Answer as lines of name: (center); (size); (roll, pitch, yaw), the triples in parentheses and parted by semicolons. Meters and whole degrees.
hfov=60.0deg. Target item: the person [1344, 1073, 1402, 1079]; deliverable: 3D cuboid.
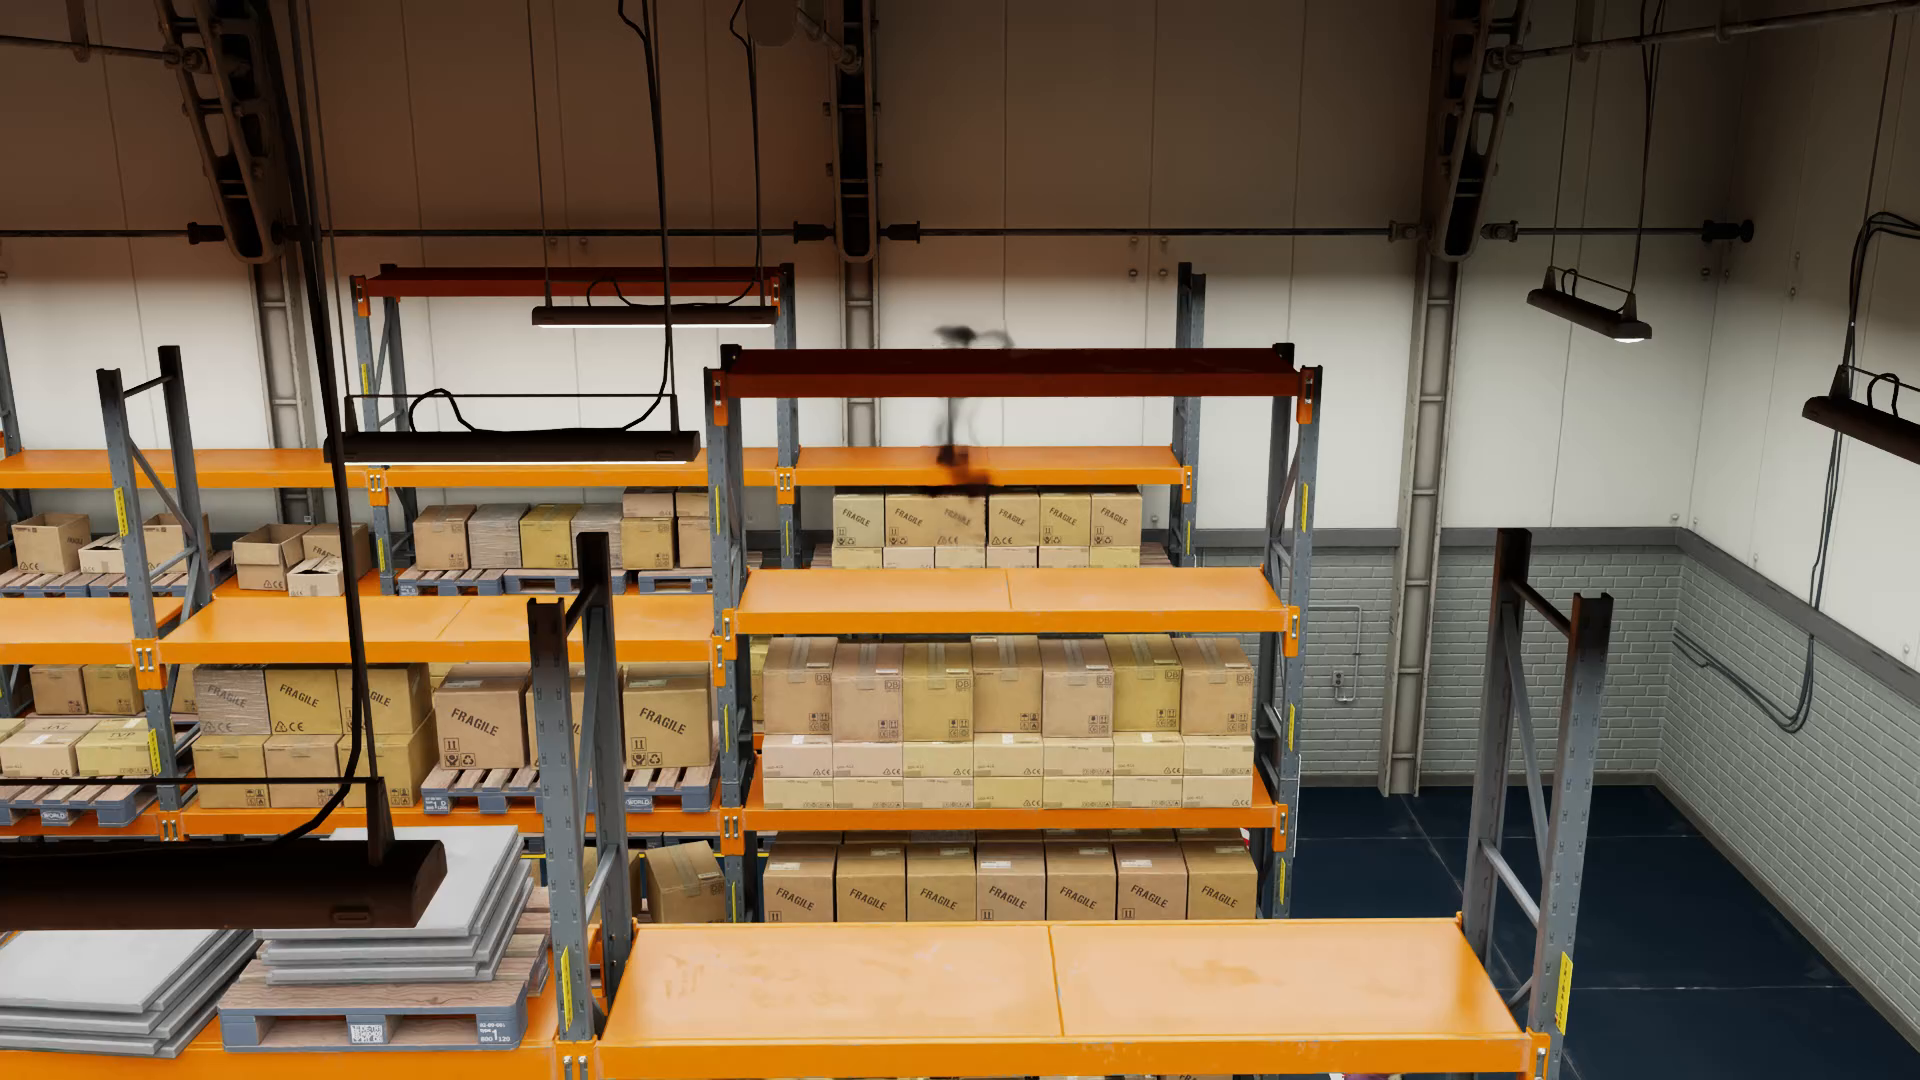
person: (2.921, 4.003, 11.912); (0.536, 1.592, 0.794); (14, 21, 39)
